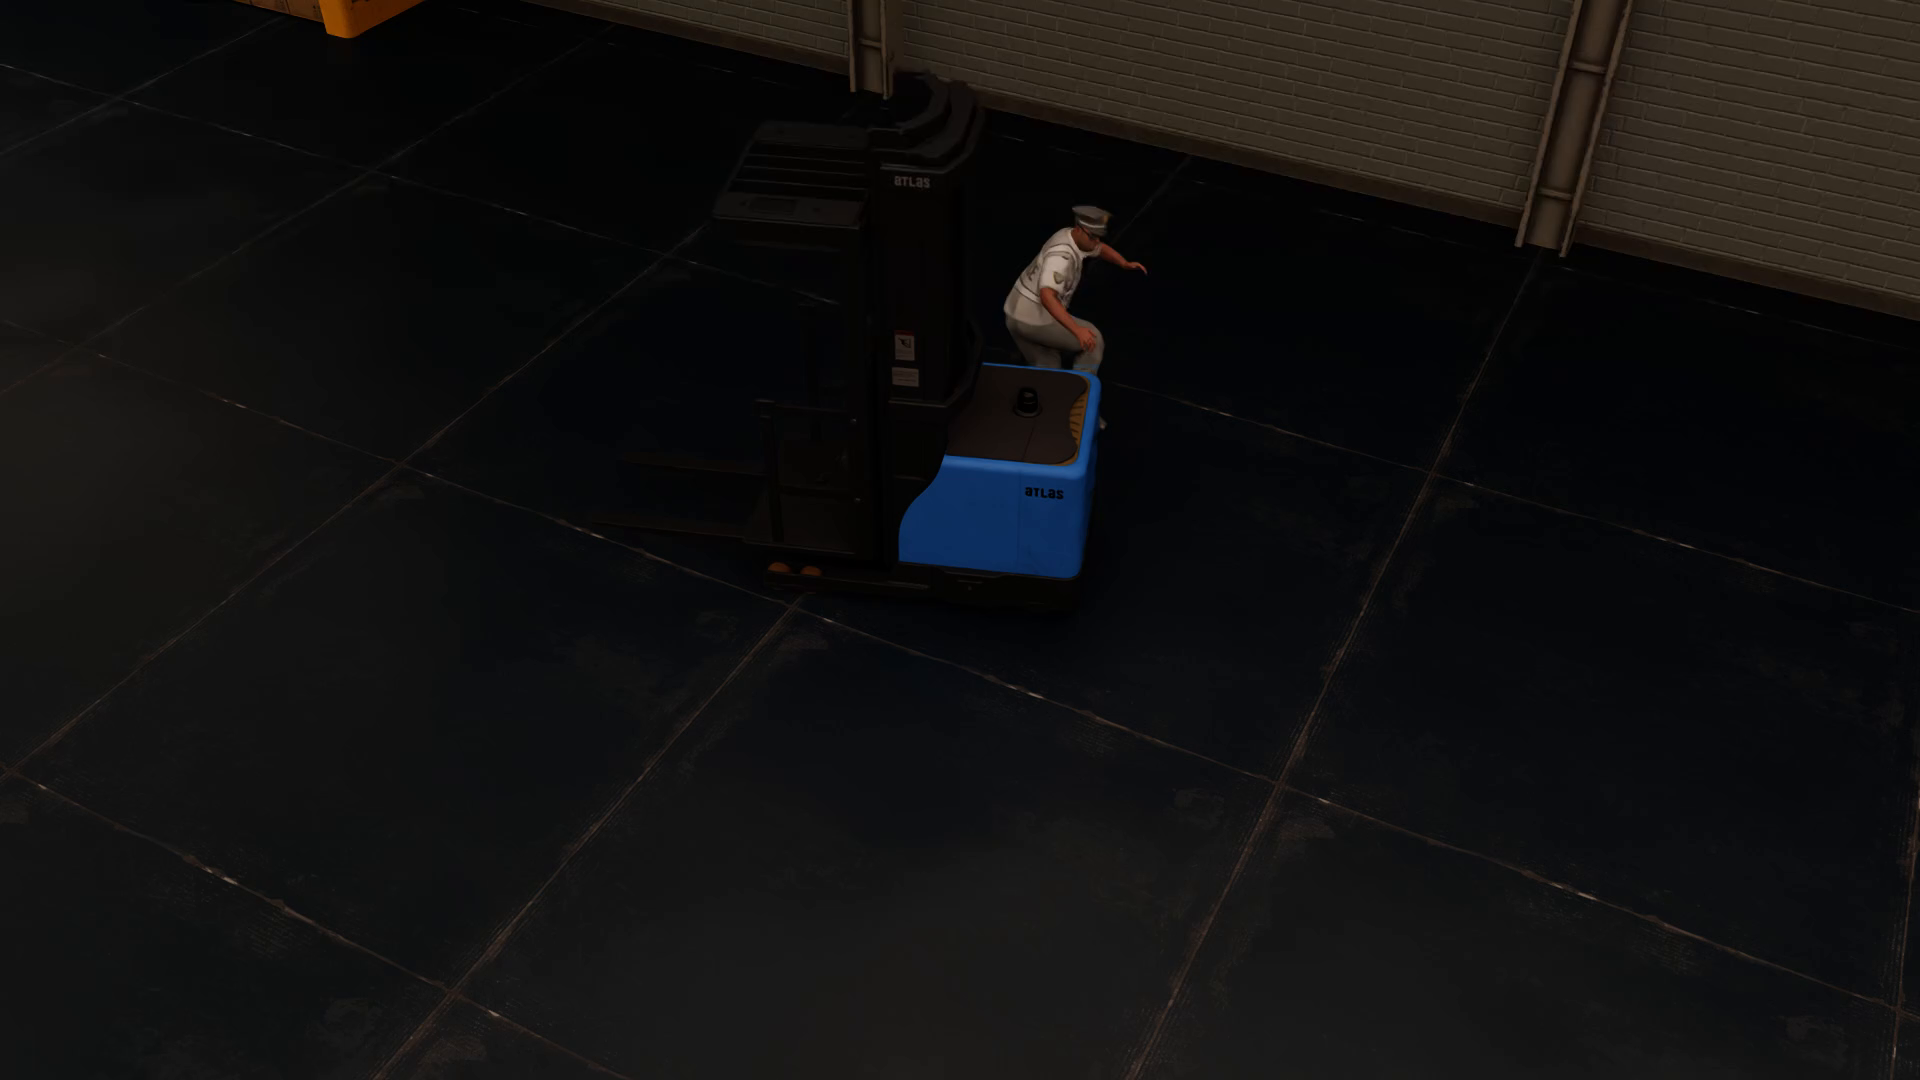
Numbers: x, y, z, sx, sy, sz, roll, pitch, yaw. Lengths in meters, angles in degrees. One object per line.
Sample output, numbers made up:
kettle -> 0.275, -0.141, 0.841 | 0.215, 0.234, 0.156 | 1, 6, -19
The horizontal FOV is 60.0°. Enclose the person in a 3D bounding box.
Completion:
person -> 0.763, -1.399, 10.752 | 0.935, 1.516, 1.000 | -4, 40, -5

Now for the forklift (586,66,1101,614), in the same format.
forklift -> -0.721, -1.132, 9.330 | 3.031, 2.935, 1.130 | 6, 40, 7
